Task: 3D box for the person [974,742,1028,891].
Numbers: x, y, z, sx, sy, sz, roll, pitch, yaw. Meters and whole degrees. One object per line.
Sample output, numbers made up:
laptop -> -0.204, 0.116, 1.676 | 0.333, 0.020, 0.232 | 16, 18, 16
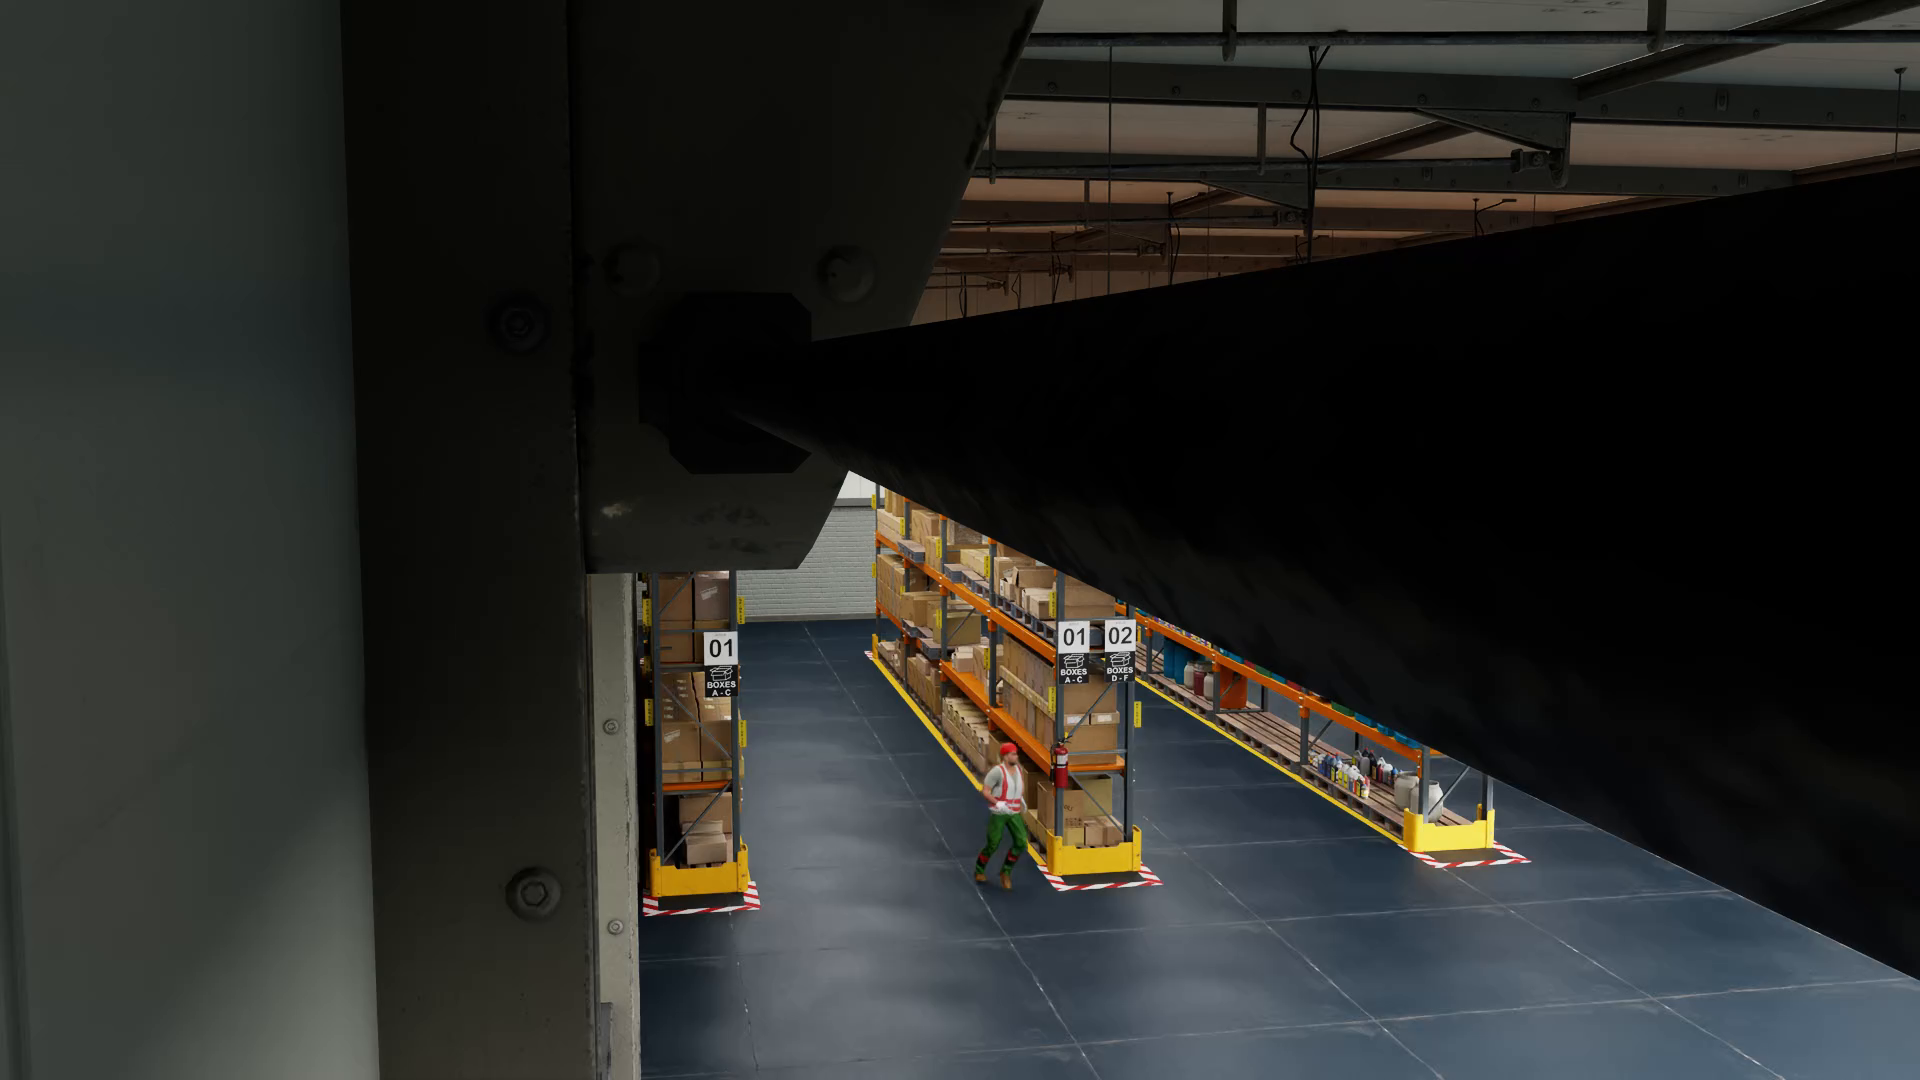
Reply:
person -> 0.573, 3.369, 20.427 | 0.719, 1.780, 0.678 | -4, 7, -34
